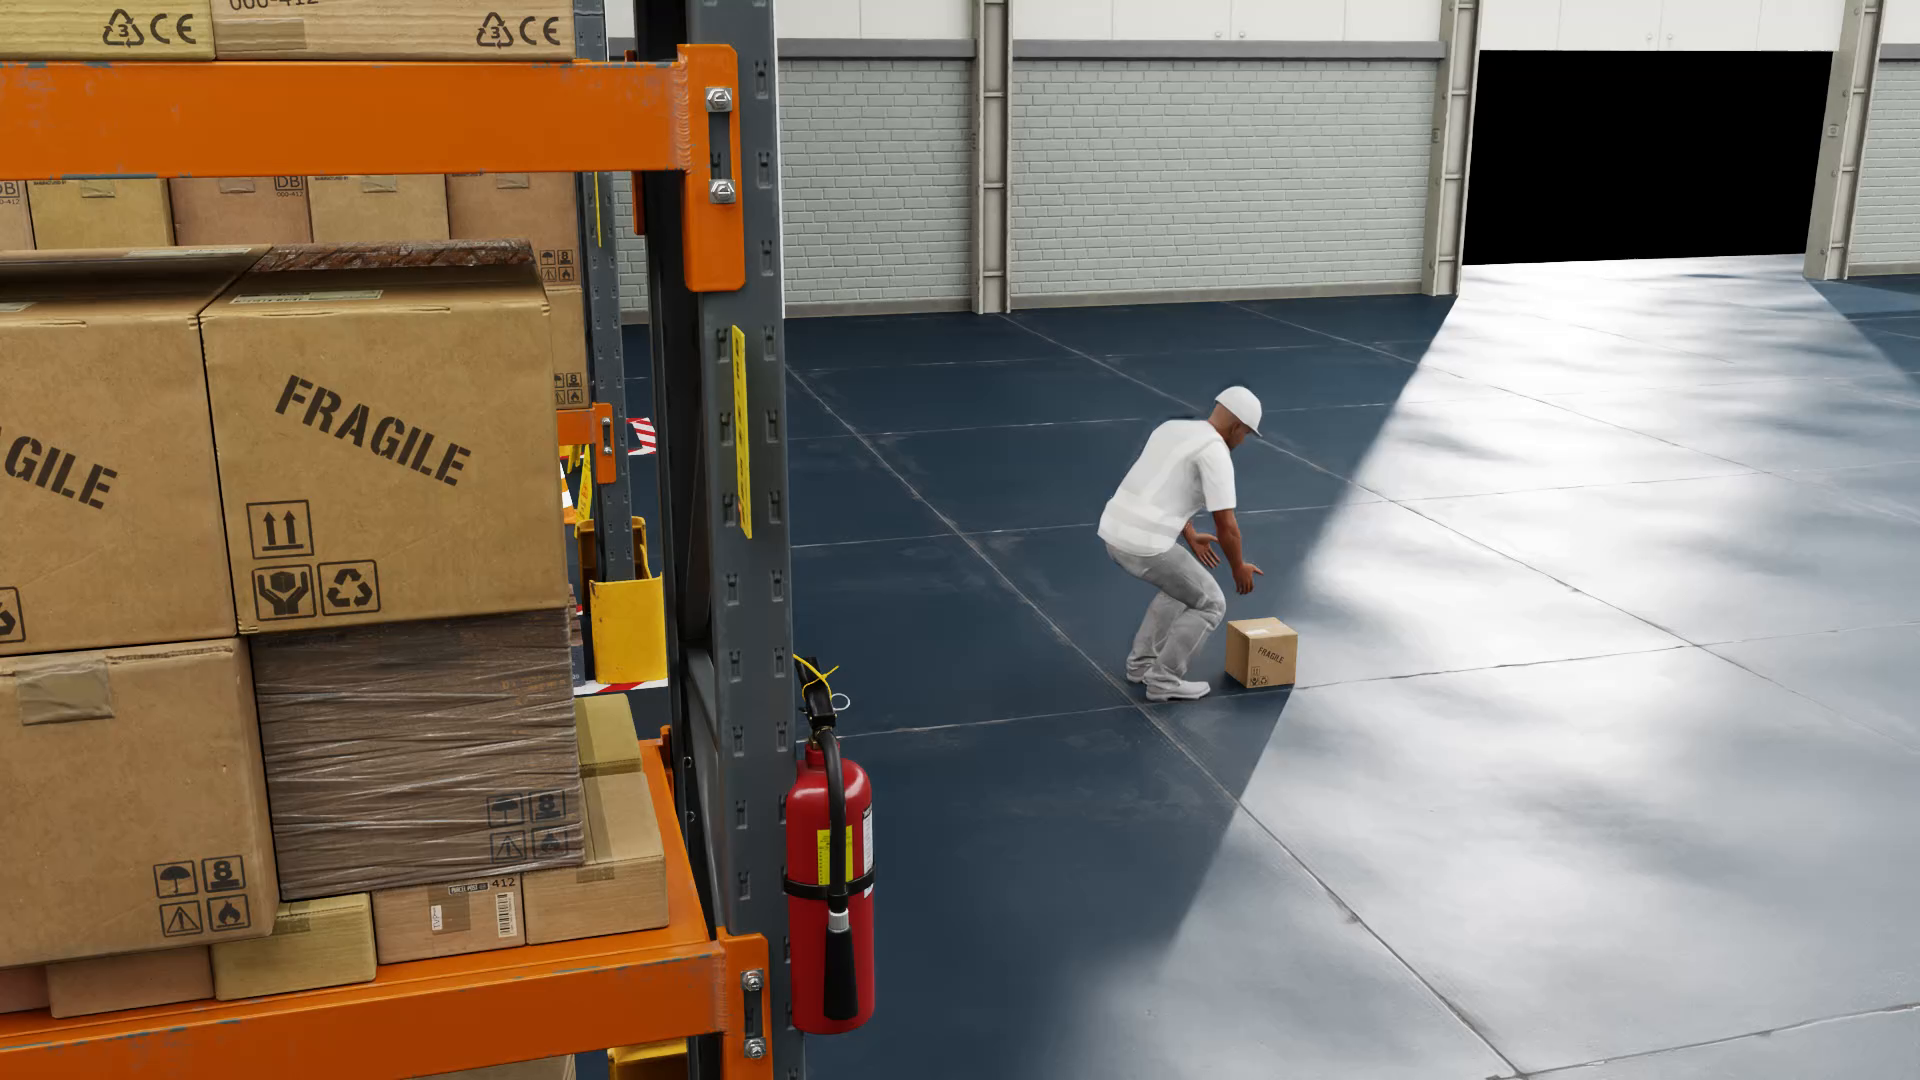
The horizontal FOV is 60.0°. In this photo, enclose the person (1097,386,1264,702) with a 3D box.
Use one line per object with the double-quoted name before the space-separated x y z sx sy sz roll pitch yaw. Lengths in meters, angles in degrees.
"person" 1.010 0.000 7.655 0.763 1.401 0.631 -4 16 -15
